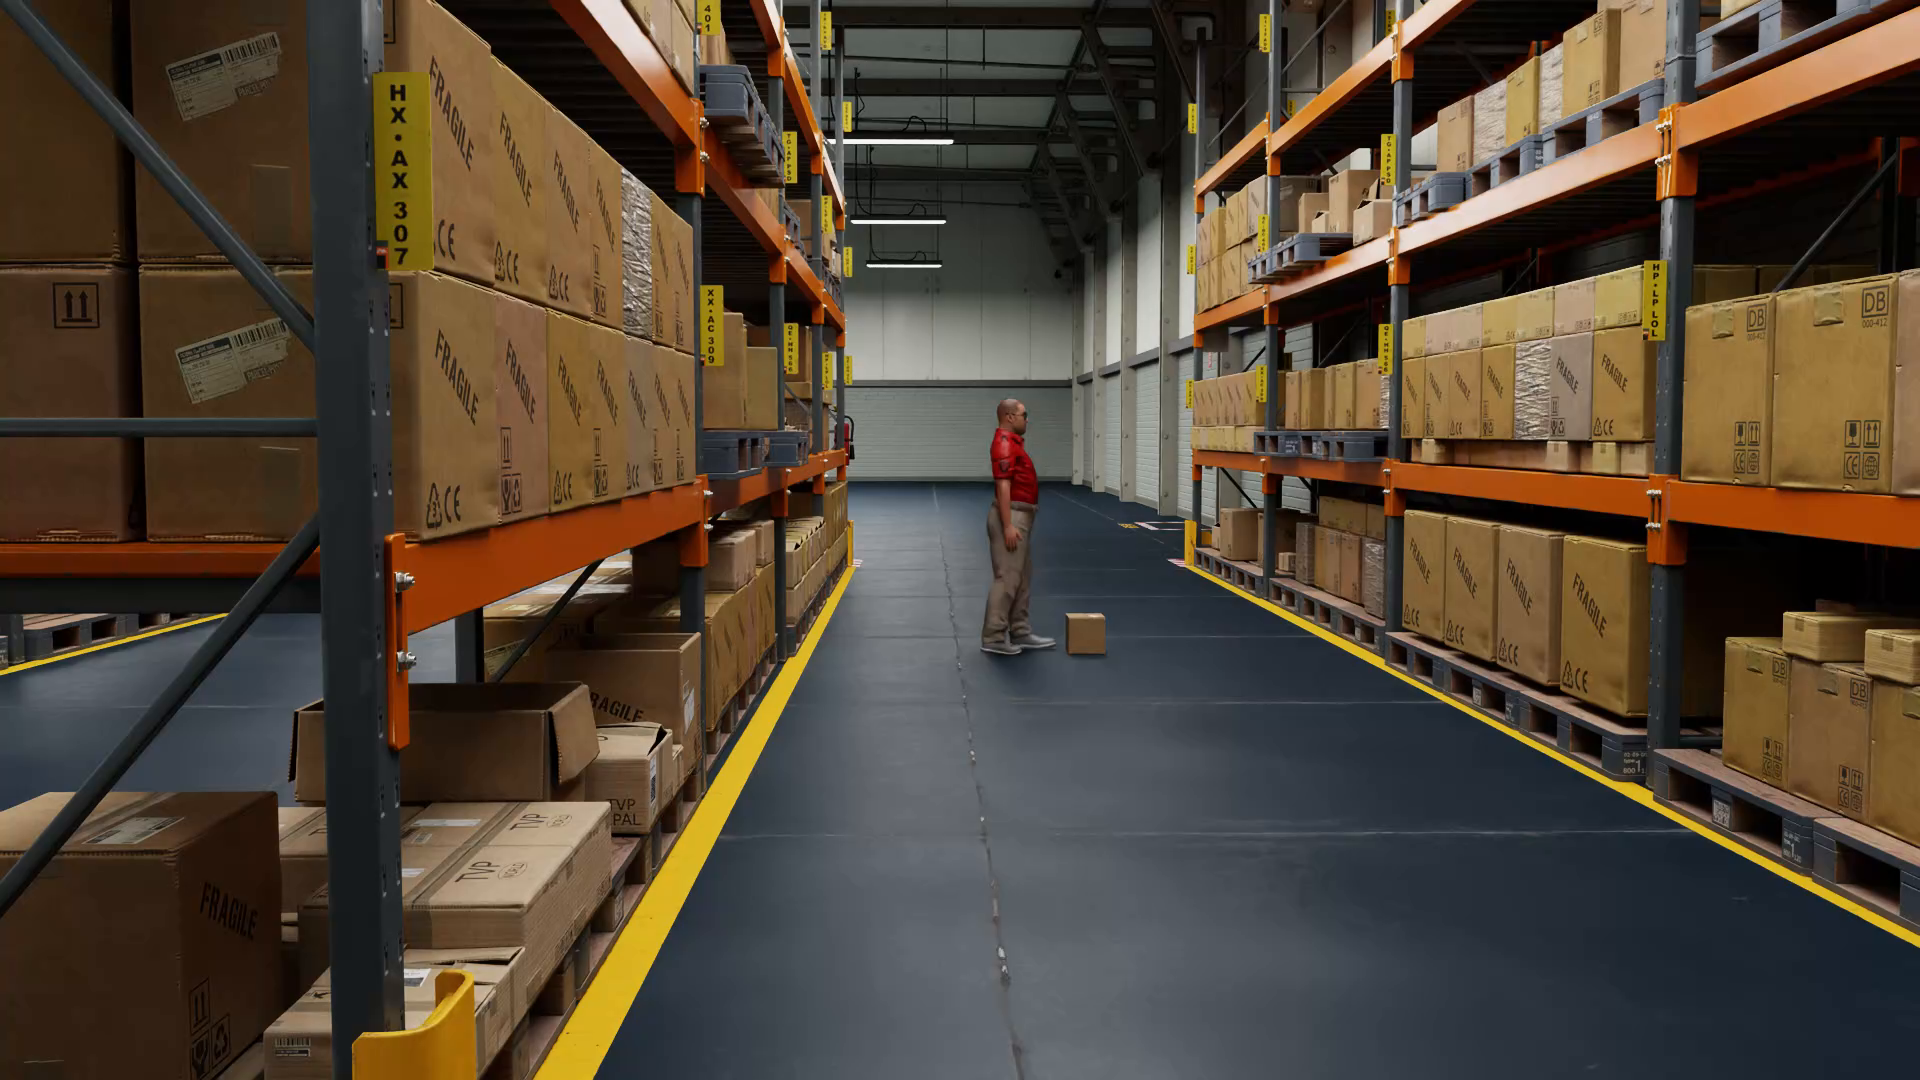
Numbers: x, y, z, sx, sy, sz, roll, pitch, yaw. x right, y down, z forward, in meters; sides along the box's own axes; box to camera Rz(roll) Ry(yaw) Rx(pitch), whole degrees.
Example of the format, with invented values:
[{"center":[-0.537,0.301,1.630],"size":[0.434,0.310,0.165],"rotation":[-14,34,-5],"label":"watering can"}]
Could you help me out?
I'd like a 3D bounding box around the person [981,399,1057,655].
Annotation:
[{"center":[0.404,-0.090,11.338],"size":[0.530,1.743,0.555],"rotation":[0,4,0],"label":"person"}]
